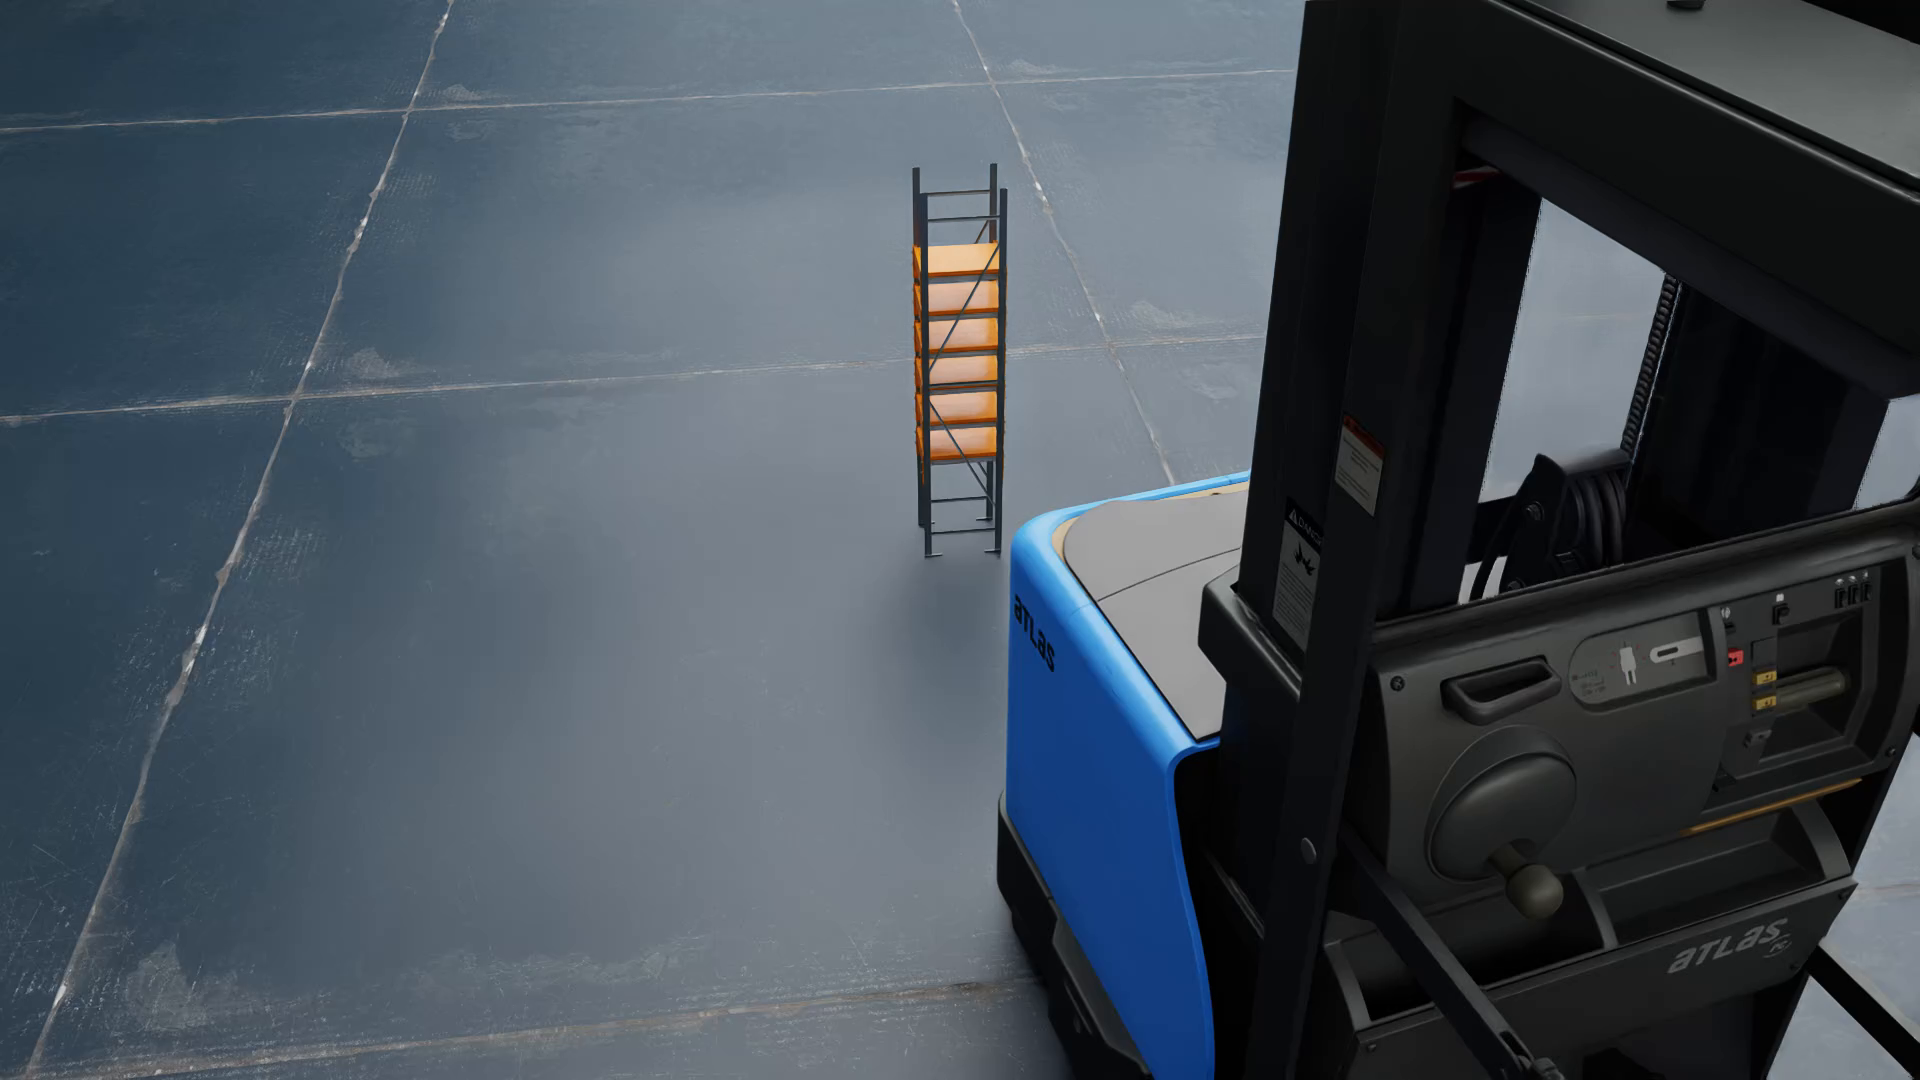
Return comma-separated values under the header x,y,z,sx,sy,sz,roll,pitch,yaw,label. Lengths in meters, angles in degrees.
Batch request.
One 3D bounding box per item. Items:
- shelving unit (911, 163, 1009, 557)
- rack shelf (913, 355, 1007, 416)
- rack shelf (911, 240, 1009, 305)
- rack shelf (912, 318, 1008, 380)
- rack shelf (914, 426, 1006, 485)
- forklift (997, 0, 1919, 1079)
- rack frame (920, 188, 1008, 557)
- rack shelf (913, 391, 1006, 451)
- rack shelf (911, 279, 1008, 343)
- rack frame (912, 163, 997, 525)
x,y,z,sx,sy,sz,roll,pitch,yaw,label
-0.002,-0.504,4.924,0.258,1.200,0.189,-4,35,-6,shelving unit
-0.002,-0.467,4.949,0.258,0.103,0.180,-4,35,-6,rack shelf
-0.002,-0.765,4.746,0.258,0.103,0.180,-4,35,-6,rack shelf
-0.002,-0.566,4.881,0.258,0.103,0.180,-4,35,-6,rack shelf
-0.002,-0.269,5.084,0.258,0.103,0.180,-4,35,-6,rack shelf
1.071,0.315,2.185,1.130,2.935,3.031,-12,36,-17,forklift
0.010,-0.453,4.849,0.240,1.200,0.006,-4,35,-6,rack frame
-0.002,-0.368,5.017,0.258,0.103,0.180,-4,35,-6,rack shelf
-0.002,-0.665,4.814,0.258,0.103,0.180,-4,35,-6,rack shelf
-0.014,-0.555,4.999,0.240,1.200,0.006,-4,35,-6,rack frame
